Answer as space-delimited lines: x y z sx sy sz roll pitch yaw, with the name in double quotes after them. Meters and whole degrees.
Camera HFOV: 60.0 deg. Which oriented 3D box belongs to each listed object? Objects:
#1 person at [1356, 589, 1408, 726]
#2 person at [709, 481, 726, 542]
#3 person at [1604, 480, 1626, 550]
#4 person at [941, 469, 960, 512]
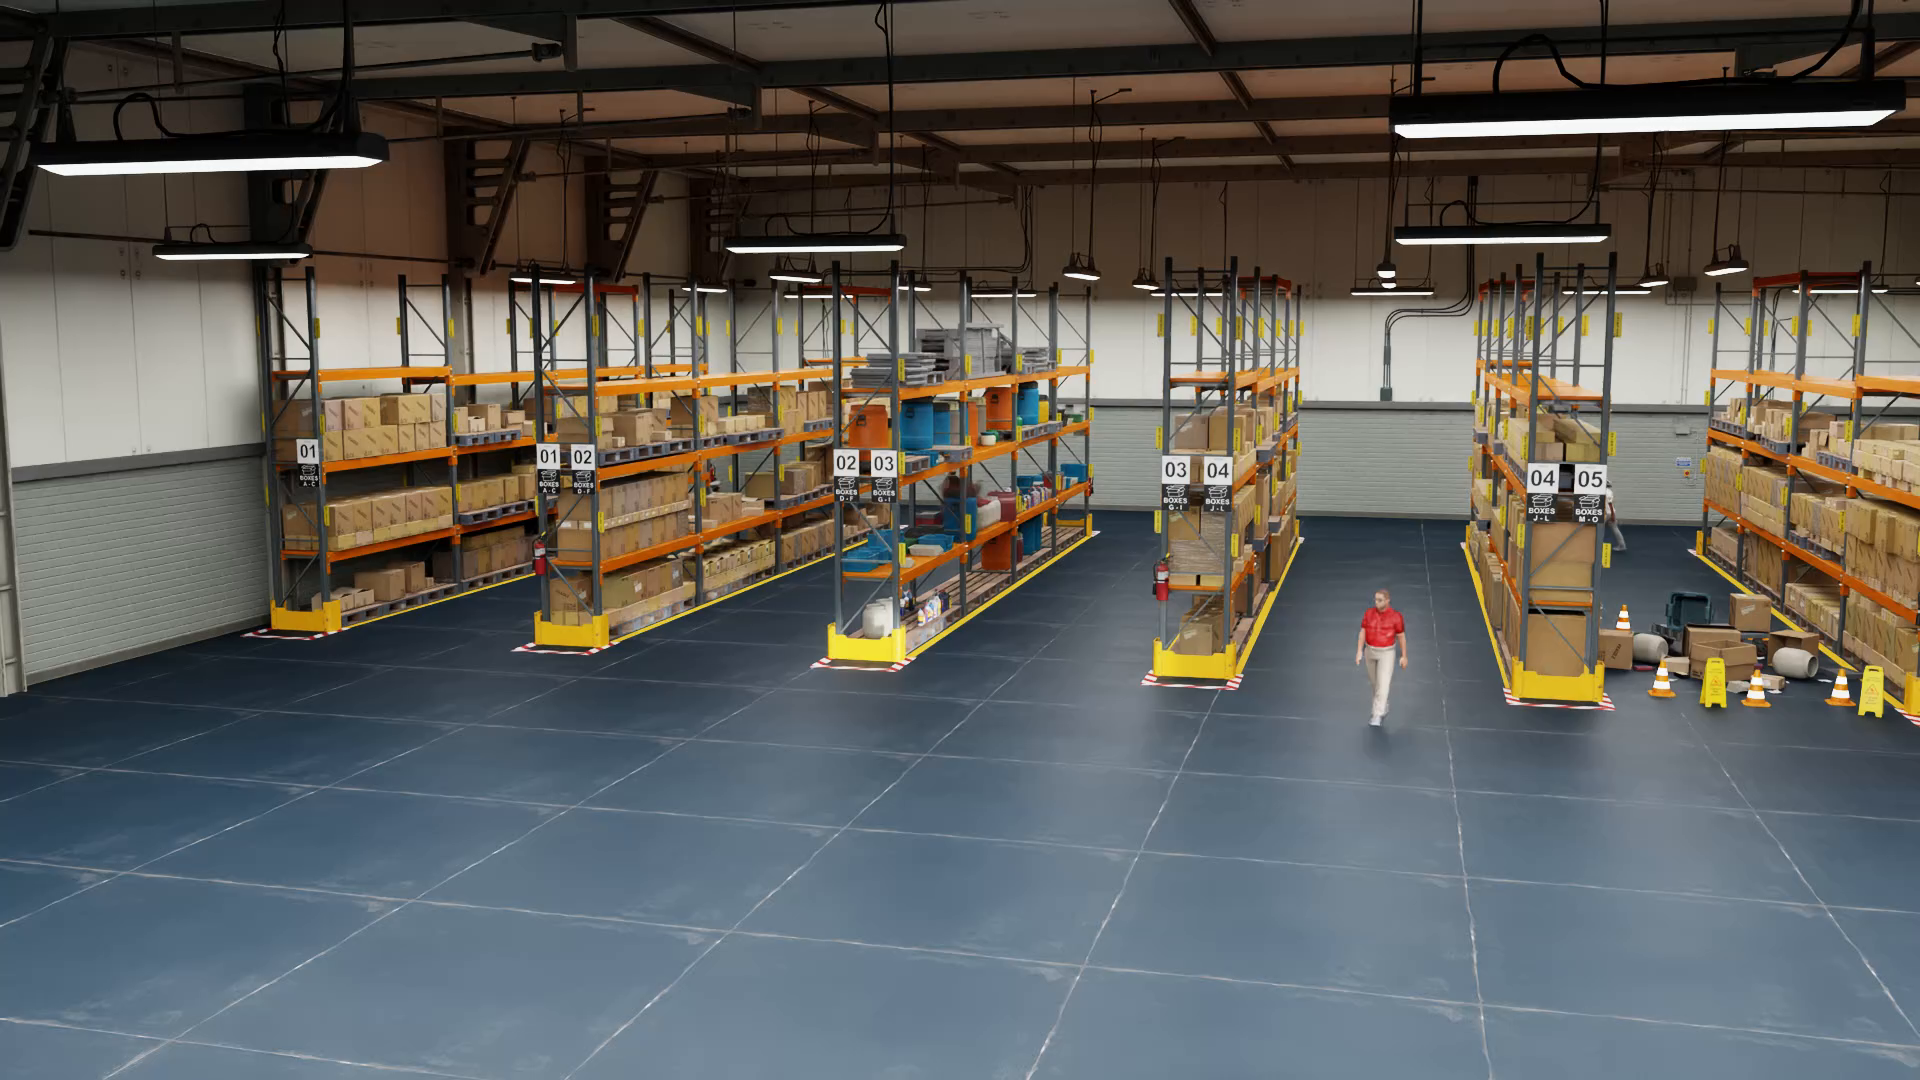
5.309 1.472 21.191 0.577 1.677 0.966 7 10 42 "person"
-5.386 -0.461 36.570 0.521 1.680 0.485 6 9 39 "person"
14.599 -0.596 37.639 1.000 1.606 0.425 6 9 38 "person"
-0.172 -0.883 39.675 0.573 1.721 0.454 -5 9 -34 "person"
